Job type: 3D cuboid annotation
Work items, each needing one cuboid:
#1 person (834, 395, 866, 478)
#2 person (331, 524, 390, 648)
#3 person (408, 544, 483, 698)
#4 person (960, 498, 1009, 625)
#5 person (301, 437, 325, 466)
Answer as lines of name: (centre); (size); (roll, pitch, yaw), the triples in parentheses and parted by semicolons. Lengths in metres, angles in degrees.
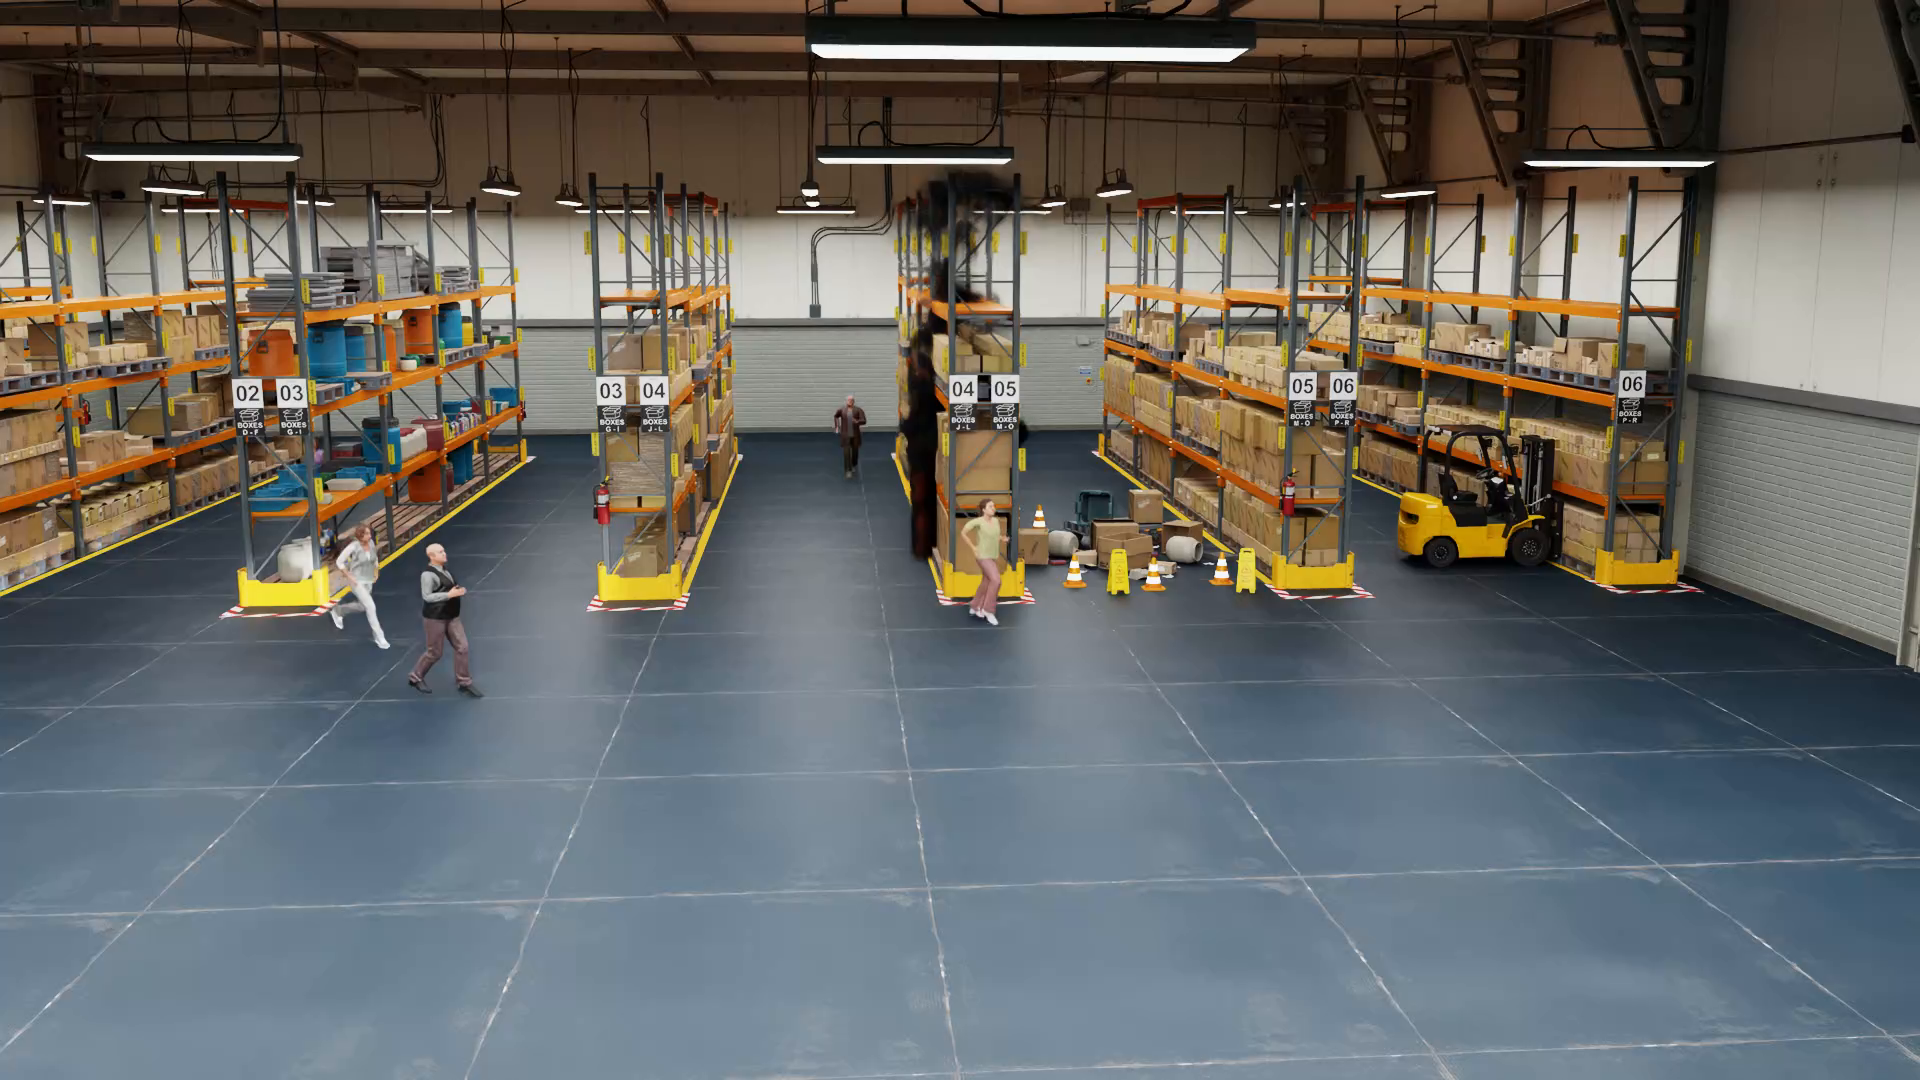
person: (-2.396, -2.287, 36.370); (0.702, 1.762, 1.065); (-1, 10, -6)
person: (-7.648, 0.564, 21.074); (0.954, 1.587, 0.536); (5, 11, 25)
person: (-5.784, 0.908, 18.525); (0.836, 1.761, 0.647); (3, 10, 15)
person: (0.363, 0.287, 22.351); (0.659, 1.693, 0.571); (9, 13, 41)
person: (-11.838, -1.112, 30.564); (0.537, 1.558, 0.549); (-2, 10, -13)
